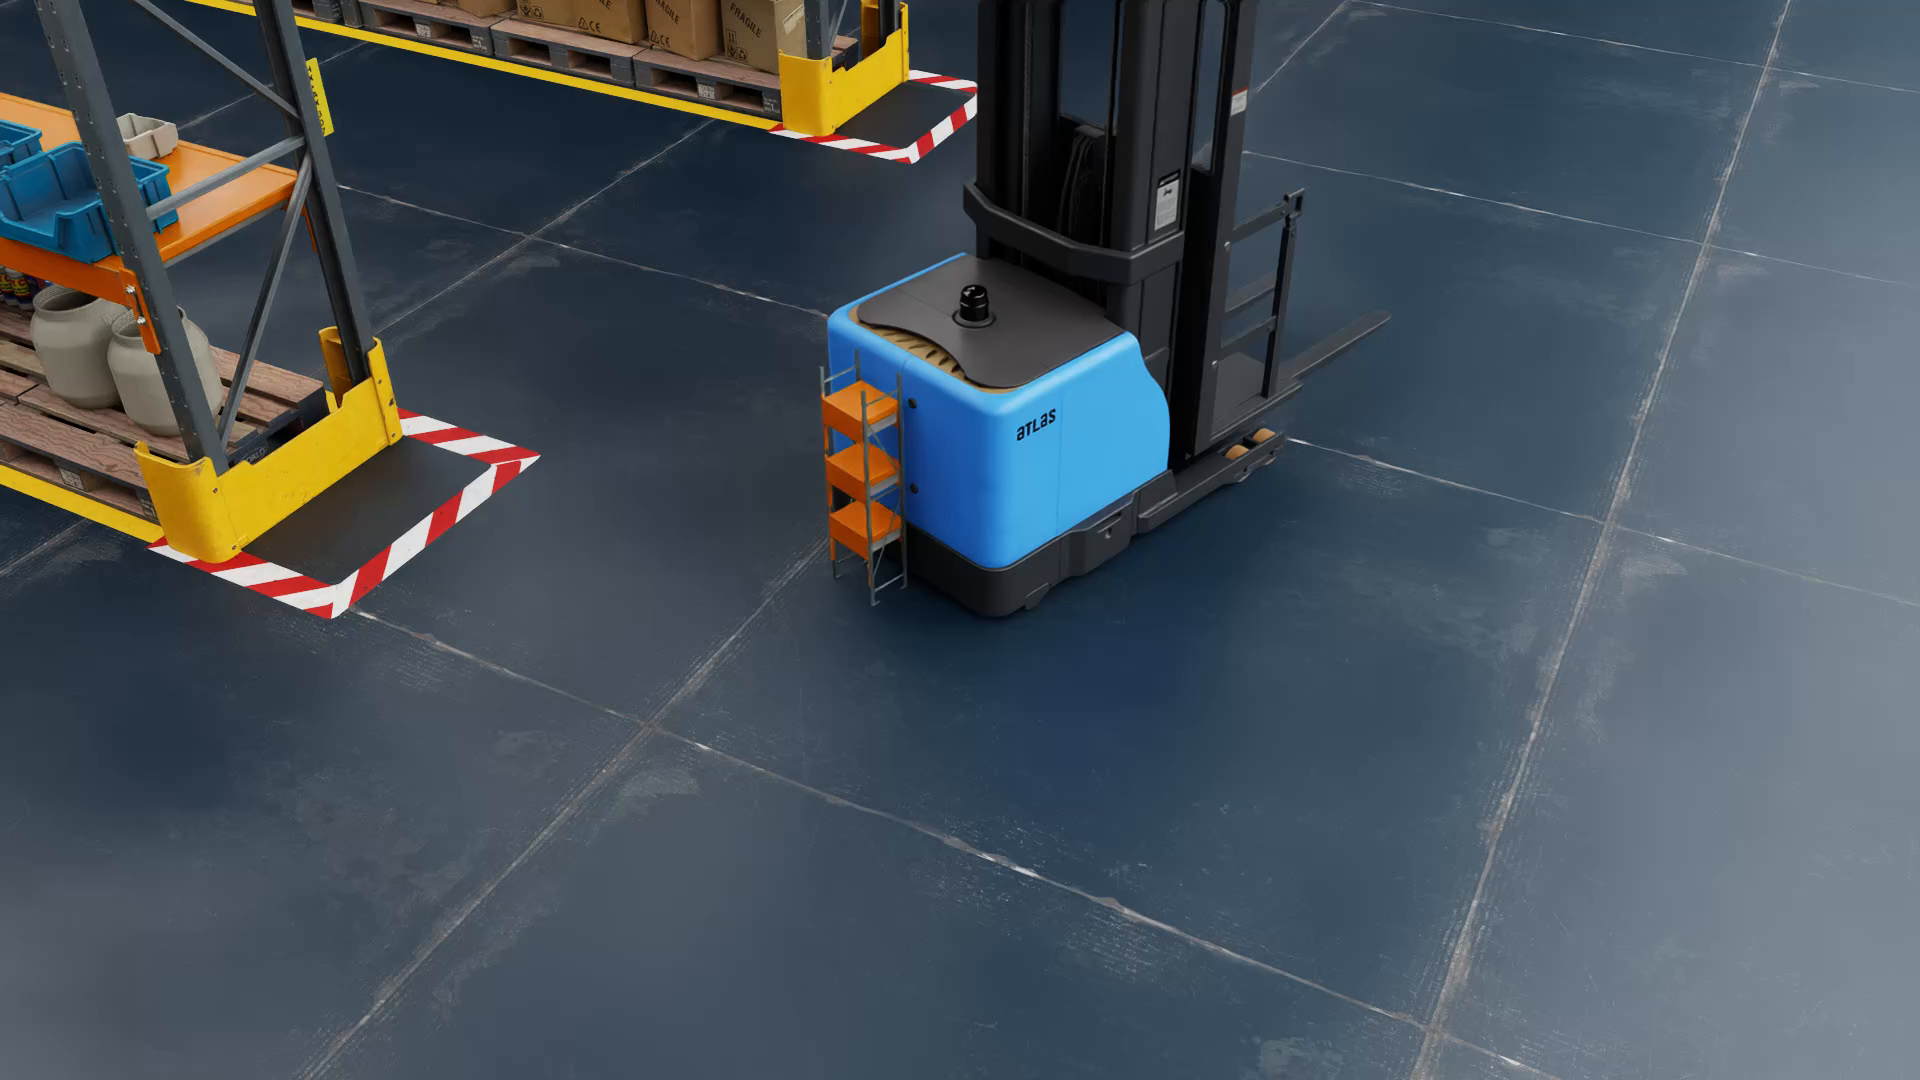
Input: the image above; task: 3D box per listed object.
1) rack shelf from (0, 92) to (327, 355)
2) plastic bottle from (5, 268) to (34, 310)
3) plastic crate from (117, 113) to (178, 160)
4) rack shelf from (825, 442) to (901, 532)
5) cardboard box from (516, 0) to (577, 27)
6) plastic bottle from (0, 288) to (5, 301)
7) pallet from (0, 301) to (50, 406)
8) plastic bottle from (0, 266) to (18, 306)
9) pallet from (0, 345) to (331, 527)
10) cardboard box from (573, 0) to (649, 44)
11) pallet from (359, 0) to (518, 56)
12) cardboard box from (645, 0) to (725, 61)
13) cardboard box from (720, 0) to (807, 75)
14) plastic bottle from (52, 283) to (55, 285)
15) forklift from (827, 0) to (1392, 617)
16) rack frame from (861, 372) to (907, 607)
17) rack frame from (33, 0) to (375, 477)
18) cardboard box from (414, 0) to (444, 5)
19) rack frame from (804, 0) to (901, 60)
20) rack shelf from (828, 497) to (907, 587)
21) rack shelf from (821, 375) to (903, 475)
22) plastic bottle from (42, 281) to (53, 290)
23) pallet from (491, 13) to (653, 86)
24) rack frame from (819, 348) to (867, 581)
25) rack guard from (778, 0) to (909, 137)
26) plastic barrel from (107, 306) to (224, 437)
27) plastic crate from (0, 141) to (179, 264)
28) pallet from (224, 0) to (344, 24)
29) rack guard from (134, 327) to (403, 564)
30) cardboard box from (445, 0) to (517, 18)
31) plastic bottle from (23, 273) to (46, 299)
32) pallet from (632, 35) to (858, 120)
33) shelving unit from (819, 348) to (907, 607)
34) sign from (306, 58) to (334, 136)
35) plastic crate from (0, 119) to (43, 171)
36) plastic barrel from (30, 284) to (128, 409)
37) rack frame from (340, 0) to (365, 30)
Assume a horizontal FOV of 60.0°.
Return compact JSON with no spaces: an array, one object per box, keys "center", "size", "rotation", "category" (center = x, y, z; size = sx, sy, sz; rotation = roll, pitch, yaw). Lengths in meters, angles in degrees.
[{"center":[-4.735,-1.714,7.623],"size":[4.000,0.370,1.077],"rotation":[17,41,21],"category":"rack shelf"},{"center":[-4.730,-1.300,8.375],"size":[0.097,0.271,0.097],"rotation":[0,37,0],"category":"plastic bottle"},{"center":[-3.605,-1.761,7.308],"size":[0.250,0.136,0.298],"rotation":[17,41,21],"category":"plastic crate"},{"center":[-0.382,-0.228,6.698],"size":[0.215,0.259,0.240],"rotation":[-31,47,-34],"category":"rack shelf"},{"center":[-2.797,-3.970,11.719],"size":[0.500,0.500,0.500],"rotation":[14,39,18],"category":"cardboard box"},{"center":[-4.907,-1.328,8.469],"size":[0.097,0.201,0.097],"rotation":[0,37,0],"category":"plastic bottle"},{"center":[-4.846,-0.899,8.259],"size":[1.213,0.211,1.003],"rotation":[17,41,21],"category":"pallet"},{"center":[-4.819,-1.328,8.411],"size":[0.097,0.271,0.097],"rotation":[0,37,0],"category":"plastic bottle"},{"center":[-3.767,-0.559,7.812],"size":[1.213,0.211,1.003],"rotation":[17,41,21],"category":"pallet"},{"center":[-2.322,-3.790,11.483],"size":[0.500,0.500,0.500],"rotation":[21,42,26],"category":"cardboard box"},{"center":[-3.620,-3.938,12.263],"size":[1.213,0.211,1.003],"rotation":[17,41,21],"category":"pallet"},{"center":[-1.774,-3.606,11.240],"size":[0.500,0.500,0.500],"rotation":[29,46,33],"category":"cardboard box"},{"center":[-1.228,-3.458,11.045],"size":[0.500,0.500,0.500],"rotation":[25,44,29],"category":"cardboard box"},{"center":[-4.425,-1.205,8.249],"size":[0.097,0.271,0.097],"rotation":[0,37,0],"category":"plastic bottle"},{"center":[0.858,-1.636,6.981],"size":[3.031,2.935,1.130],"rotation":[-30,47,-34],"category":"forklift"},{"center":[-0.297,-0.183,6.622],"size":[0.200,1.050,0.008],"rotation":[-31,47,-34],"category":"rack frame"},{"center":[-2.959,-1.445,6.673],"size":[0.127,3.000,1.000],"rotation":[17,41,21],"category":"rack frame"},{"center":[-3.896,-4.255,12.095],"size":[0.500,0.500,0.500],"rotation":[16,40,20],"category":"cardboard box"},{"center":[-0.681,-4.104,10.176],"size":[0.127,3.000,1.000],"rotation":[17,41,21],"category":"rack frame"},{"center":[-0.381,-0.007,6.867],"size":[0.215,0.259,0.240],"rotation":[-31,47,-34],"category":"rack shelf"},{"center":[-0.382,-0.453,6.526],"size":[0.215,0.259,0.240],"rotation":[-31,47,-34],"category":"rack shelf"},{"center":[-4.517,-1.206,8.308],"size":[0.097,0.201,0.097],"rotation":[0,37,0],"category":"plastic bottle"},{"center":[-2.533,-3.599,11.817],"size":[1.213,0.211,1.003],"rotation":[17,41,21],"category":"pallet"},{"center":[-0.467,-0.289,6.762],"size":[0.200,1.050,0.008],"rotation":[-31,47,-34],"category":"rack frame"},{"center":[-0.748,-3.130,10.959],"size":[0.348,0.500,1.175],"rotation":[17,41,21],"category":"rack guard"},{"center":[-3.578,-0.763,7.485],"size":[0.421,0.512,0.421],"rotation":[0,37,0],"category":"plastic barrel"},{"center":[-3.541,-1.364,6.689],"size":[0.616,0.251,0.499],"rotation":[17,41,21],"category":"plastic crate"},{"center":[-4.925,-4.321,12.768],"size":[1.213,0.211,1.003],"rotation":[17,41,21],"category":"pallet"},{"center":[-3.048,-0.445,7.423],"size":[0.348,0.500,1.175],"rotation":[17,41,21],"category":"rack guard"},{"center":[-3.384,-4.100,11.890],"size":[0.500,0.500,0.500],"rotation":[-30,47,-34],"category":"cardboard box"},{"center":[-4.618,-1.282,8.341],"size":[0.133,0.283,0.061],"rotation":[18,41,22],"category":"plastic bottle"},{"center":[-1.454,-3.259,11.369],"size":[1.213,0.211,1.003],"rotation":[17,41,21],"category":"pallet"},{"center":[-0.382,-0.236,6.692],"size":[0.215,1.050,0.252],"rotation":[-31,47,-34],"category":"shelving unit"},{"center":[-2.702,-1.849,6.976],"size":[0.005,0.325,0.100],"rotation":[17,41,21],"category":"sign"},{"center":[-4.115,-1.548,6.931],"size":[0.408,0.251,0.499],"rotation":[17,41,21],"category":"plastic crate"},{"center":[-4.023,-0.903,7.668],"size":[0.421,0.512,0.421],"rotation":[0,37,0],"category":"plastic barrel"},{"center":[-4.233,-5.216,11.641],"size":[0.127,3.000,1.000],"rotation":[17,41,21],"category":"rack frame"}]
